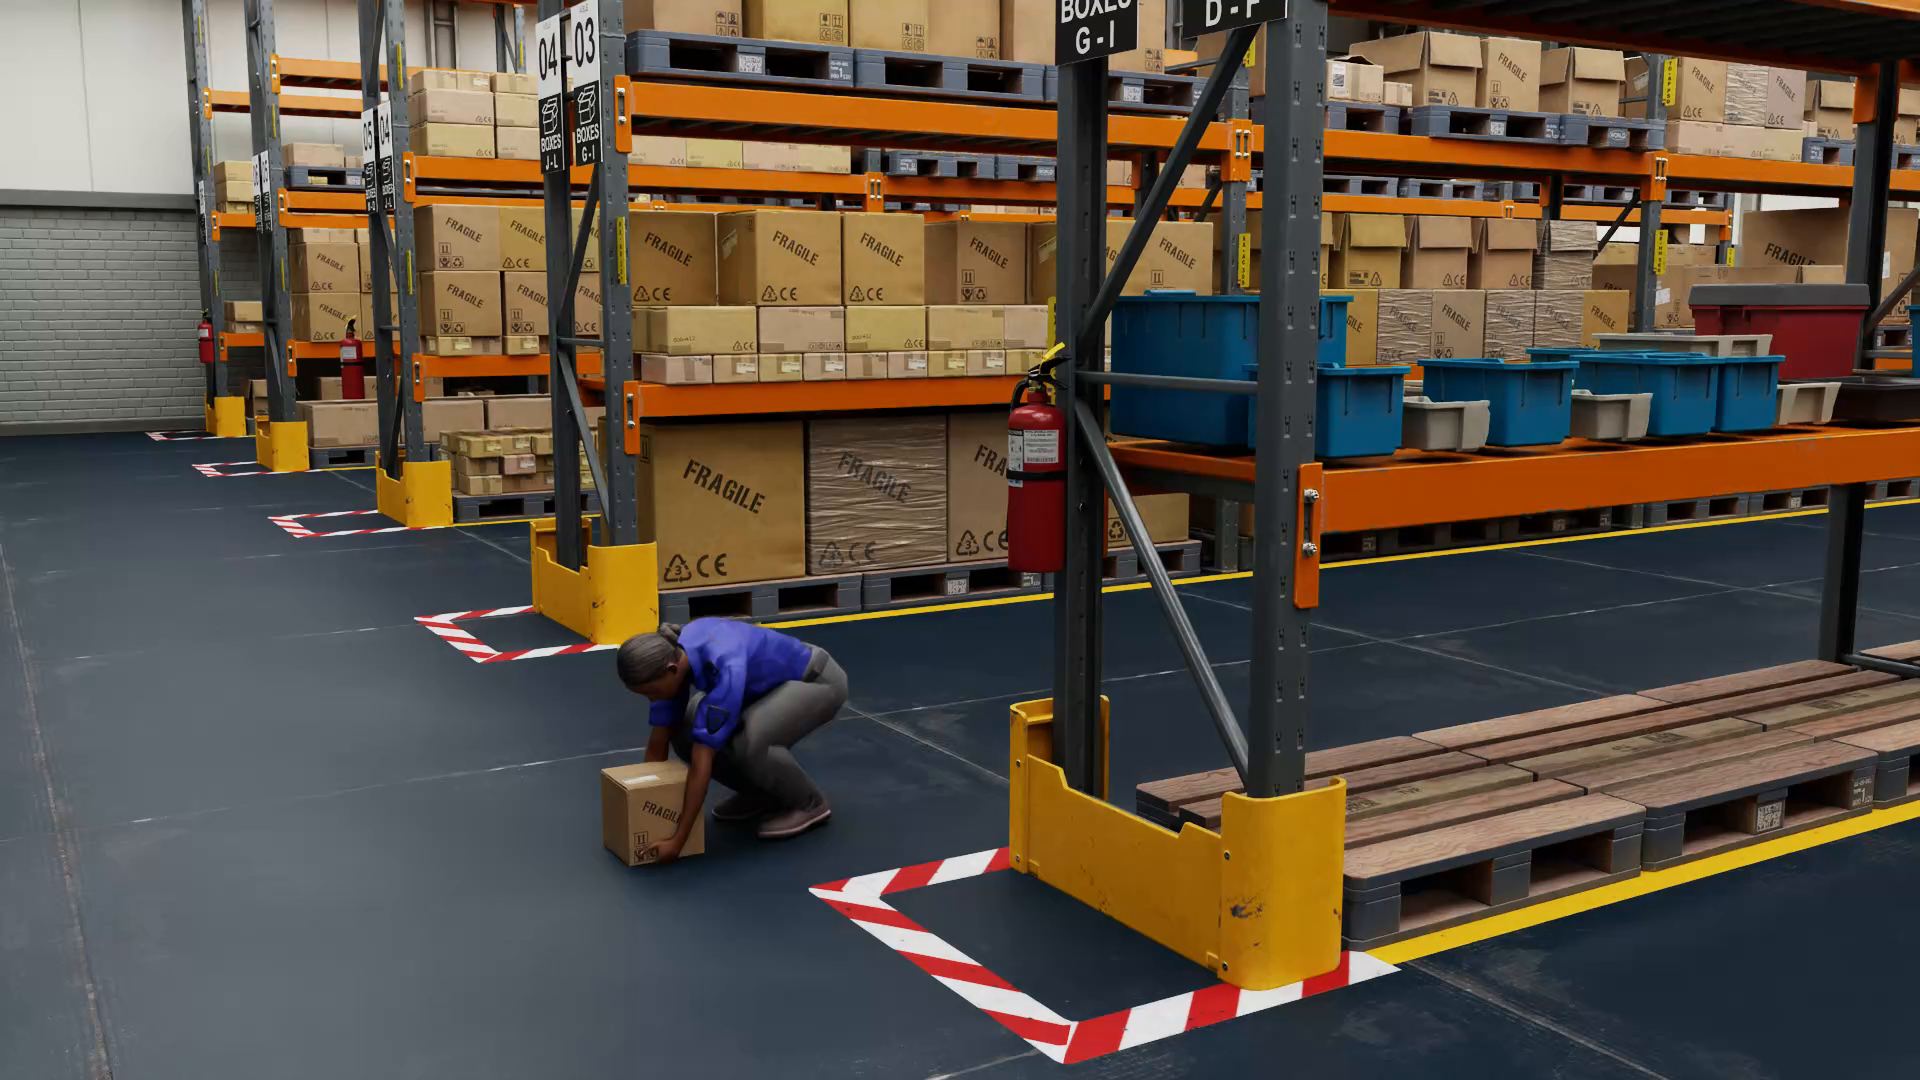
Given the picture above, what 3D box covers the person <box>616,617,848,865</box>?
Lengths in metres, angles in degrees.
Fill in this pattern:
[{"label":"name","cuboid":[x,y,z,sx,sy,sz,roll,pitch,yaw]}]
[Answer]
[{"label":"person","cuboid":[-0.749,0.604,5.437,0.852,0.756,0.458,-7,11,-42]}]
